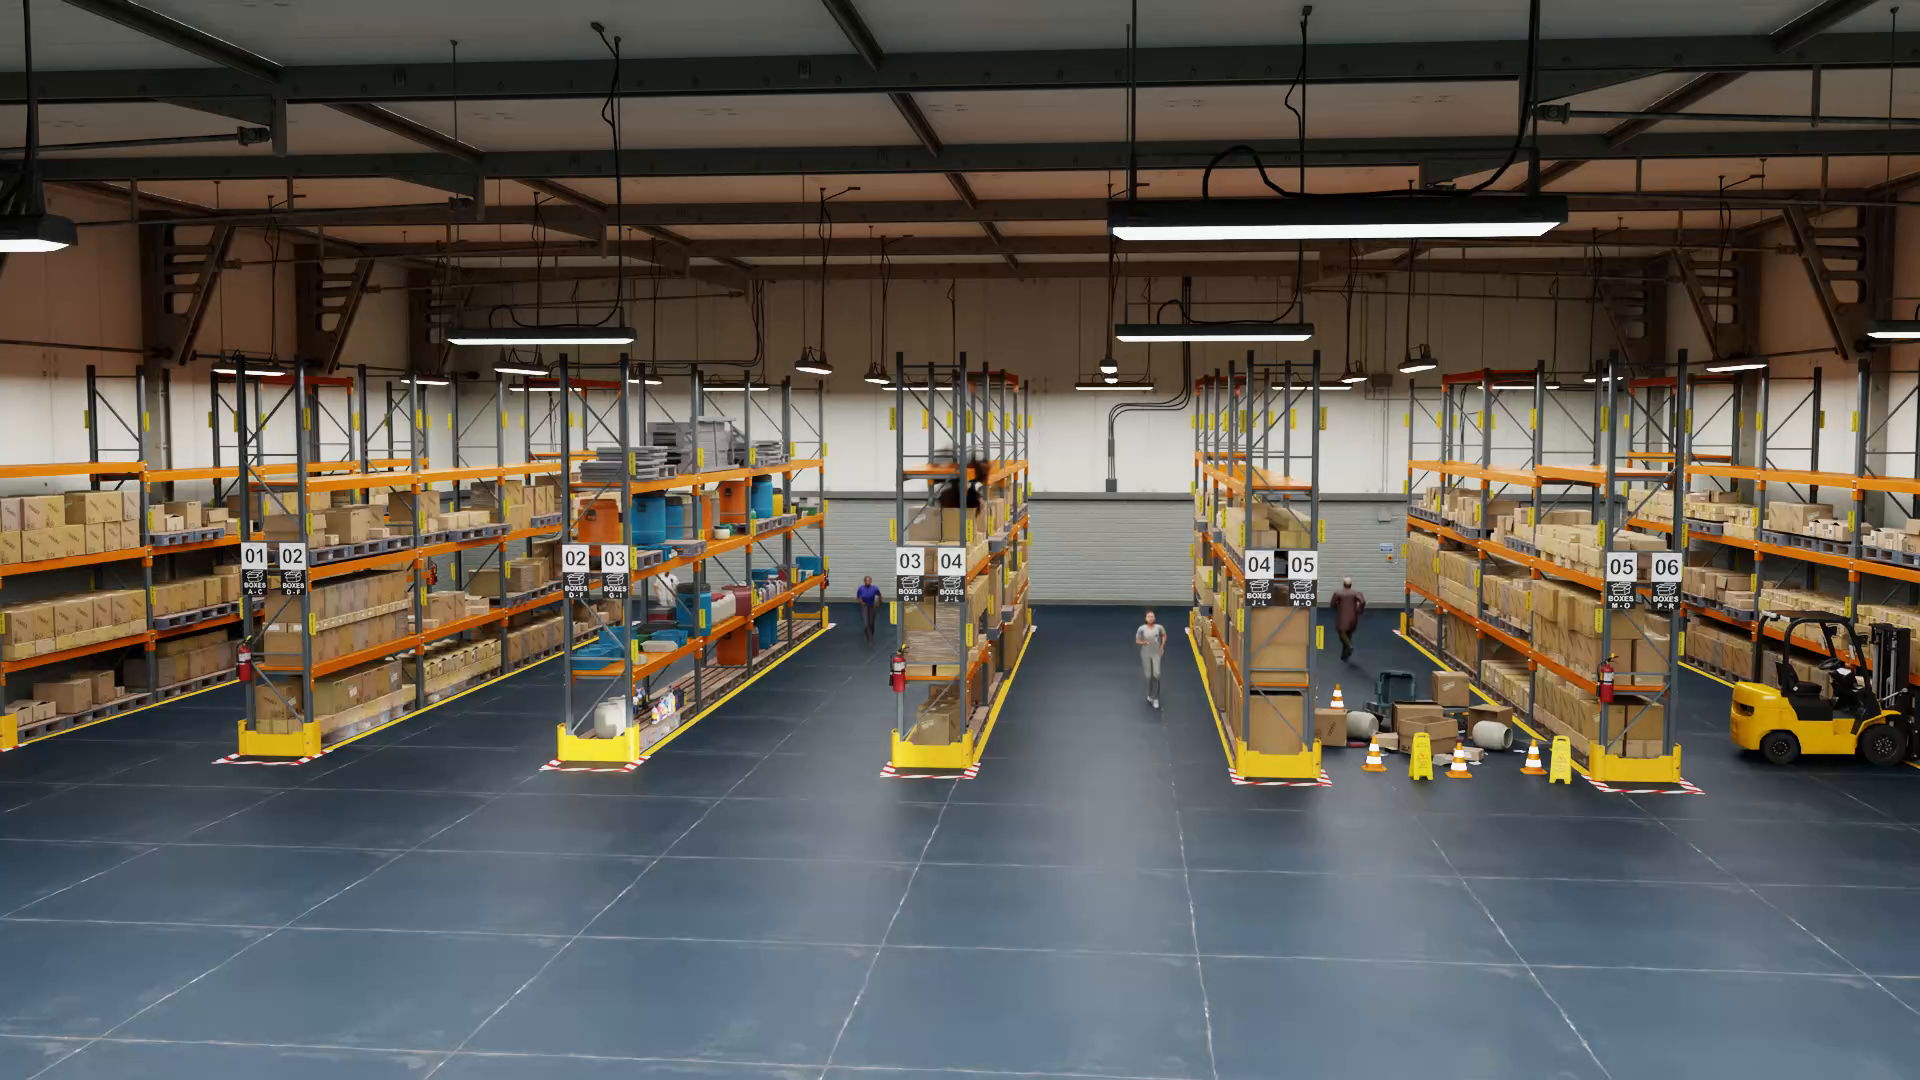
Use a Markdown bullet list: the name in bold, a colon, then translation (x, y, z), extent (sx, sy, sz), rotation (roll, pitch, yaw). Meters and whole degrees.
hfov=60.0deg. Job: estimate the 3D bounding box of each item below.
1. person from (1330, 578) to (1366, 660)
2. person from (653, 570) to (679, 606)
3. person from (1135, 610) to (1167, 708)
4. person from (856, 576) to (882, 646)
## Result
- **person**: translation (8.022, 1.685, 34.504), extent (0.674, 1.805, 1.202), rotation (0, 4, -2)
- **person**: translation (-6.947, 1.406, 39.370), extent (0.623, 1.633, 0.611), rotation (-1, 4, -8)
- **person**: translation (3.368, 2.090, 29.336), extent (0.546, 1.725, 0.759), rotation (0, 4, 7)
- **person**: translation (-2.040, 1.582, 37.249), extent (0.546, 1.572, 0.703), rotation (0, 4, 4)
